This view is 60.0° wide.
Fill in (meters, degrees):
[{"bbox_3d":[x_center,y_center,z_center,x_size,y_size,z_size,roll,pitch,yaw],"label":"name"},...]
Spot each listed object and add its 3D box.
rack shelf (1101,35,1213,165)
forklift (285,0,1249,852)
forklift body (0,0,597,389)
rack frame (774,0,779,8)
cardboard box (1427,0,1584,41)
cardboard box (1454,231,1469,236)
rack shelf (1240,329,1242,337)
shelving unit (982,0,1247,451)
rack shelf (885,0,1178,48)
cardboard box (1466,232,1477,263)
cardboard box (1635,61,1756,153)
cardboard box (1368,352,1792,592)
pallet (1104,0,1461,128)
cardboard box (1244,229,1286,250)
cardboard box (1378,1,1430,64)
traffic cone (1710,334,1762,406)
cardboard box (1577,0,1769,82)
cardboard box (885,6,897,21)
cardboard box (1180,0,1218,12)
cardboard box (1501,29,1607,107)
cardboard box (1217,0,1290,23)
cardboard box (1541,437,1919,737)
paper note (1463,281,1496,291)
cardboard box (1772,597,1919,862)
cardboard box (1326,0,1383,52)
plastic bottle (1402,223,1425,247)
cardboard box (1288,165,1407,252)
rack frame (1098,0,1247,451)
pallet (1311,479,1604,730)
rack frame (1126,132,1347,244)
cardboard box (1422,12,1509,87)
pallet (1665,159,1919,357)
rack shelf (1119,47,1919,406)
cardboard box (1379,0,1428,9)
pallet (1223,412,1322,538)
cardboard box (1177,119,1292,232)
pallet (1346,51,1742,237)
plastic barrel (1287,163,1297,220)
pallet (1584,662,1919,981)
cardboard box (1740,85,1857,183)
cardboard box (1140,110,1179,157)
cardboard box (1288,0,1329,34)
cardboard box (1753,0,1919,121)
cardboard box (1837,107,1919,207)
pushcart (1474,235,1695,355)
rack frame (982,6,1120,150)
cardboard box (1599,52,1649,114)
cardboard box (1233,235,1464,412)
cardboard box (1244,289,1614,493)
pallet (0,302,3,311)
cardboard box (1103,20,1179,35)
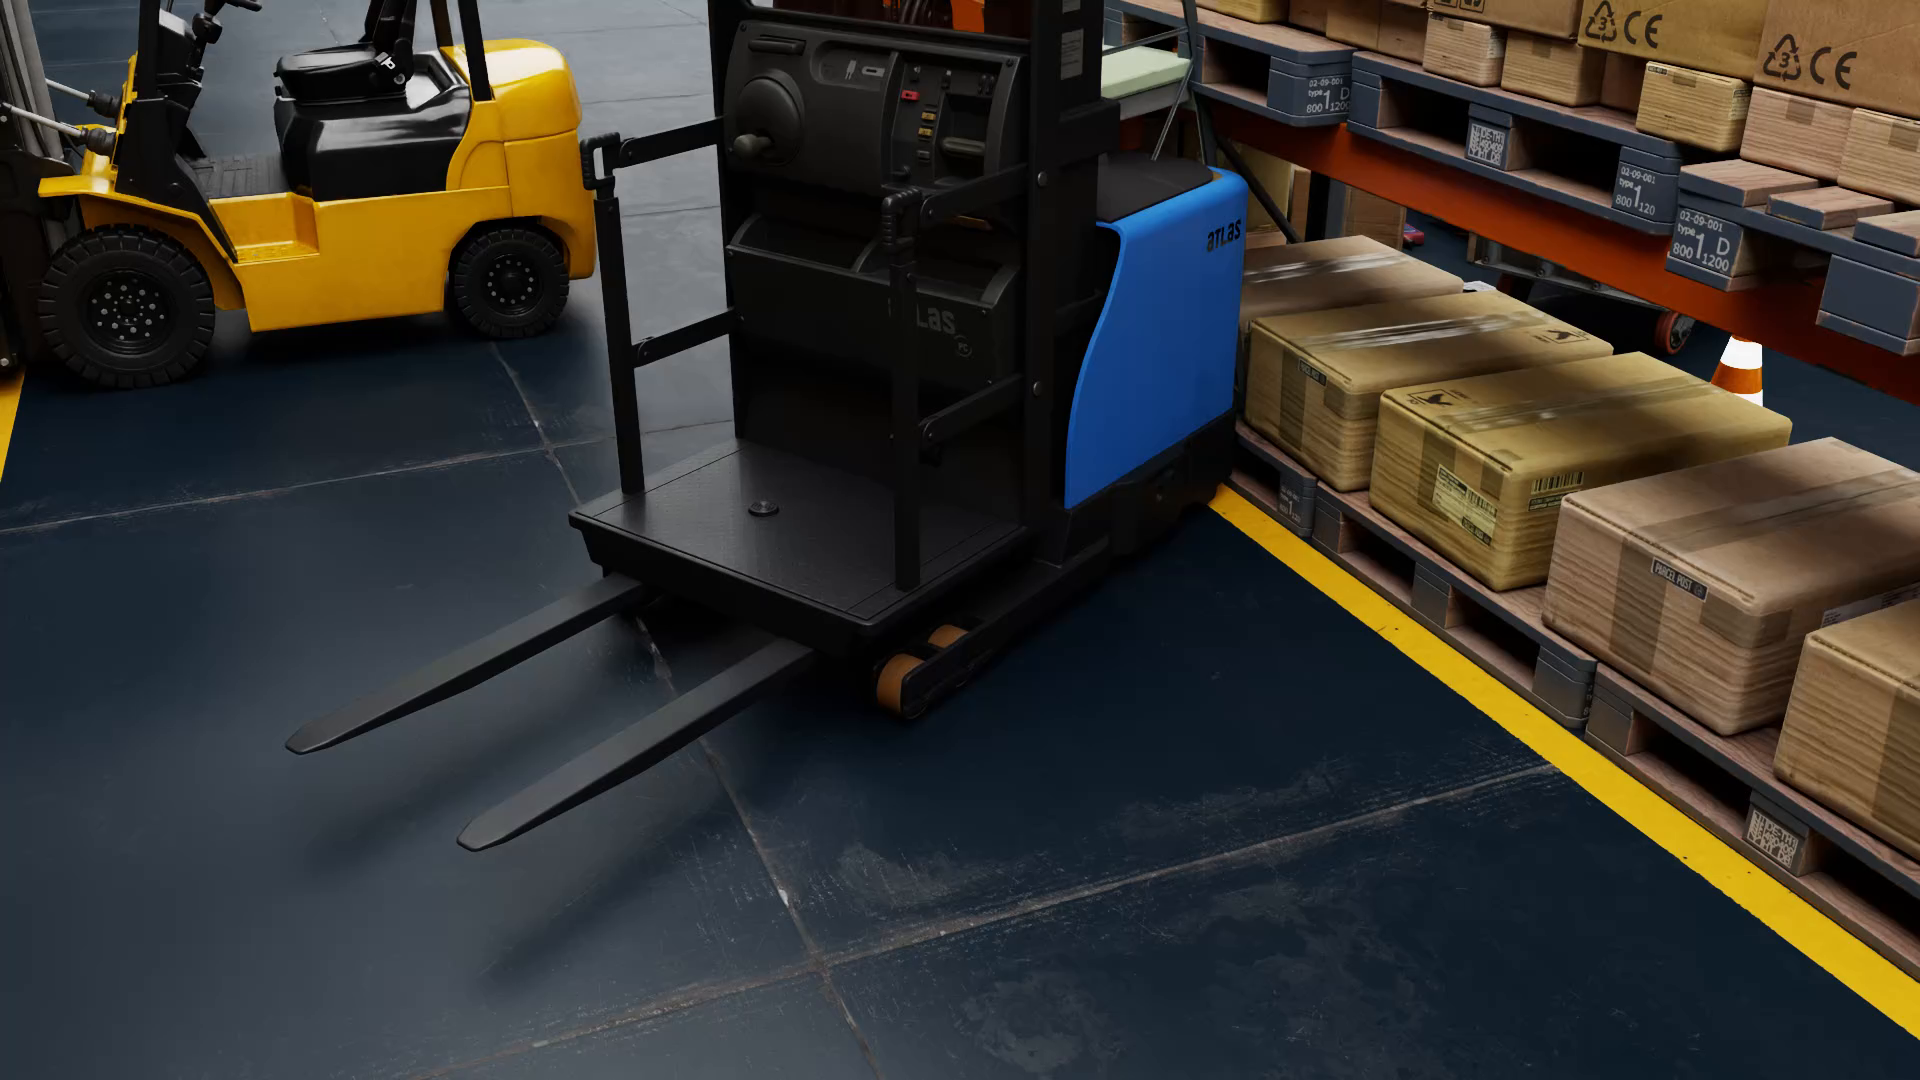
[{"bbox_3d":[0.460,-1.397,5.430,0.431,0.370,0.720,-20,27,-14],"label":"rack shelf"},{"bbox_3d":[-0.372,-1.097,4.156,1.130,2.935,3.031,18,31,32],"label":"forklift"},{"bbox_3d":[-2.710,-1.920,6.731,2.313,2.155,1.214,-11,28,-21],"label":"forklift body"},{"bbox_3d":[-0.565,-3.608,9.220,1.000,3.000,0.127,-11,28,-21],"label":"rack frame"},{"bbox_3d":[1.510,-1.512,3.996,0.500,0.500,0.500,-12,28,-23],"label":"cardboard box"},{"bbox_3d":[2.826,-1.897,8.406,0.797,0.637,0.503,-11,28,-21],"label":"cardboard box"},{"bbox_3d":[0.604,-0.768,5.740,0.431,0.370,0.720,-20,27,-14],"label":"rack shelf"},{"bbox_3d":[0.539,-1.055,5.599,0.431,1.500,0.755,-20,27,-14],"label":"shelving unit"},{"bbox_3d":[0.218,-2.477,7.724,1.077,0.370,4.000,-11,28,-21],"label":"rack shelf"},{"bbox_3d":[2.657,-1.462,7.942,0.396,0.266,0.258,13,29,24],"label":"cardboard box"},{"bbox_3d":[1.700,-0.947,3.579,0.380,0.149,0.250,-10,28,-20],"label":"cardboard box"},{"bbox_3d":[1.768,-0.219,4.797,0.950,0.372,0.625,-10,28,-19],"label":"cardboard box"},{"bbox_3d":[1.167,-1.573,5.272,1.003,0.211,1.213,-11,28,-21],"label":"pallet"},{"bbox_3d":[1.019,-1.231,7.007,0.500,0.250,0.500,-12,28,-23],"label":"cardboard box"},{"bbox_3d":[1.356,-1.376,4.458,0.380,0.149,0.250,-10,28,-20],"label":"cardboard box"},{"bbox_3d":[2.775,-0.593,5.937,0.336,0.463,0.334,-11,28,-21],"label":"traffic cone"},{"bbox_3d":[1.723,-1.291,3.545,0.500,0.500,0.500,-13,29,-24],"label":"cardboard box"},{"bbox_3d":[-0.494,-2.515,8.783,0.500,0.500,0.500,-12,28,-22],"label":"cardboard box"},{"bbox_3d":[0.927,-1.791,5.308,0.380,0.149,0.250,-10,28,-20],"label":"cardboard box"},{"bbox_3d":[1.543,-1.158,4.010,0.380,0.149,0.250,-12,28,-22],"label":"cardboard box"},{"bbox_3d":[1.017,-1.689,5.098,0.380,0.149,0.250,-10,28,-20],"label":"cardboard box"},{"bbox_3d":[2.059,0.088,4.168,0.950,0.372,0.625,-11,28,-22],"label":"cardboard box"},{"bbox_3d":[2.364,-1.166,7.603,0.148,0.019,0.142,-11,28,-21],"label":"paper note"},{"bbox_3d":[2.356,0.384,3.561,0.950,0.372,0.625,-13,29,-24],"label":"cardboard box"},{"bbox_3d":[1.260,-1.477,4.663,0.380,0.149,0.250,-10,28,-20],"label":"cardboard box"},{"bbox_3d":[2.222,-1.516,8.284,0.133,0.061,0.283,-6,27,-12],"label":"plastic bottle"},{"bbox_3d":[1.834,-1.537,7.825,0.500,0.500,0.500,8,27,15],"label":"cardboard box"},{"bbox_3d":[0.667,-0.927,5.281,0.400,1.500,0.023,-20,27,-14],"label":"rack frame"},{"bbox_3d":[1.789,0.068,4.871,1.003,0.211,1.213,-11,28,-21],"label":"pallet"},{"bbox_3d":[1.001,-1.993,5.913,1.000,3.000,0.127,-11,28,-21],"label":"rack frame"},{"bbox_3d":[1.412,-1.260,4.220,0.380,0.149,0.250,-9,28,-19],"label":"cardboard box"},{"bbox_3d":[2.191,-0.561,3.199,1.213,0.211,1.003,-11,28,-21],"label":"pallet"},{"bbox_3d":[1.785,-0.862,4.417,1.077,0.370,4.000,-11,28,-21],"label":"rack shelf"},{"bbox_3d":[1.299,-1.718,4.417,0.500,0.500,0.500,-11,28,-21],"label":"cardboard box"},{"bbox_3d":[1.308,-0.426,5.881,1.003,0.211,1.213,-11,28,-21],"label":"pallet"},{"bbox_3d":[1.019,-1.568,6.842,0.500,0.500,0.500,-9,27,-18],"label":"cardboard box"},{"bbox_3d":[1.755,-1.084,4.270,1.003,0.211,1.213,-11,28,-21],"label":"pallet"},{"bbox_3d":[1.637,-1.876,8.610,0.512,0.421,0.421,8,27,15],"label":"plastic barrel"},{"bbox_3d":[2.263,0.559,3.864,1.003,0.211,1.213,-11,28,-21],"label":"pallet"},{"bbox_3d":[1.820,-0.839,3.356,0.380,0.149,0.250,-12,28,-23],"label":"cardboard box"},{"bbox_3d":[0.523,-1.476,6.654,0.500,0.500,0.500,-11,28,-21],"label":"cardboard box"},{"bbox_3d":[1.198,-1.588,4.891,0.380,0.149,0.250,-9,27,-17],"label":"cardboard box"},{"bbox_3d":[1.922,-1.088,3.128,0.500,0.500,0.500,-11,28,-21],"label":"cardboard box"},{"bbox_3d":[1.912,-0.736,3.145,0.380,0.149,0.250,-11,28,-21],"label":"cardboard box"},{"bbox_3d":[3.080,-1.226,7.332,1.648,0.377,0.936,-22,34,-38],"label":"pushcart"},{"bbox_3d":[0.410,-1.182,5.917,0.400,1.500,0.023,-20,27,-14],"label":"rack frame"},{"bbox_3d":[1.717,-1.070,3.831,0.380,0.149,0.250,-10,28,-20],"label":"cardboard box"},{"bbox_3d":[1.209,-0.789,5.964,0.950,0.372,0.625,-10,28,-20],"label":"cardboard box"},{"bbox_3d":[1.494,-0.500,5.371,0.950,0.372,0.625,-9,27,-17],"label":"cardboard box"},{"bbox_3d":[-4.319,-0.707,6.457,1.003,0.211,1.213,-11,28,-21],"label":"pallet"},{"bbox_3d":[0.595,-1.957,6.126,0.380,0.149,0.250,-11,28,-21],"label":"cardboard box"}]
